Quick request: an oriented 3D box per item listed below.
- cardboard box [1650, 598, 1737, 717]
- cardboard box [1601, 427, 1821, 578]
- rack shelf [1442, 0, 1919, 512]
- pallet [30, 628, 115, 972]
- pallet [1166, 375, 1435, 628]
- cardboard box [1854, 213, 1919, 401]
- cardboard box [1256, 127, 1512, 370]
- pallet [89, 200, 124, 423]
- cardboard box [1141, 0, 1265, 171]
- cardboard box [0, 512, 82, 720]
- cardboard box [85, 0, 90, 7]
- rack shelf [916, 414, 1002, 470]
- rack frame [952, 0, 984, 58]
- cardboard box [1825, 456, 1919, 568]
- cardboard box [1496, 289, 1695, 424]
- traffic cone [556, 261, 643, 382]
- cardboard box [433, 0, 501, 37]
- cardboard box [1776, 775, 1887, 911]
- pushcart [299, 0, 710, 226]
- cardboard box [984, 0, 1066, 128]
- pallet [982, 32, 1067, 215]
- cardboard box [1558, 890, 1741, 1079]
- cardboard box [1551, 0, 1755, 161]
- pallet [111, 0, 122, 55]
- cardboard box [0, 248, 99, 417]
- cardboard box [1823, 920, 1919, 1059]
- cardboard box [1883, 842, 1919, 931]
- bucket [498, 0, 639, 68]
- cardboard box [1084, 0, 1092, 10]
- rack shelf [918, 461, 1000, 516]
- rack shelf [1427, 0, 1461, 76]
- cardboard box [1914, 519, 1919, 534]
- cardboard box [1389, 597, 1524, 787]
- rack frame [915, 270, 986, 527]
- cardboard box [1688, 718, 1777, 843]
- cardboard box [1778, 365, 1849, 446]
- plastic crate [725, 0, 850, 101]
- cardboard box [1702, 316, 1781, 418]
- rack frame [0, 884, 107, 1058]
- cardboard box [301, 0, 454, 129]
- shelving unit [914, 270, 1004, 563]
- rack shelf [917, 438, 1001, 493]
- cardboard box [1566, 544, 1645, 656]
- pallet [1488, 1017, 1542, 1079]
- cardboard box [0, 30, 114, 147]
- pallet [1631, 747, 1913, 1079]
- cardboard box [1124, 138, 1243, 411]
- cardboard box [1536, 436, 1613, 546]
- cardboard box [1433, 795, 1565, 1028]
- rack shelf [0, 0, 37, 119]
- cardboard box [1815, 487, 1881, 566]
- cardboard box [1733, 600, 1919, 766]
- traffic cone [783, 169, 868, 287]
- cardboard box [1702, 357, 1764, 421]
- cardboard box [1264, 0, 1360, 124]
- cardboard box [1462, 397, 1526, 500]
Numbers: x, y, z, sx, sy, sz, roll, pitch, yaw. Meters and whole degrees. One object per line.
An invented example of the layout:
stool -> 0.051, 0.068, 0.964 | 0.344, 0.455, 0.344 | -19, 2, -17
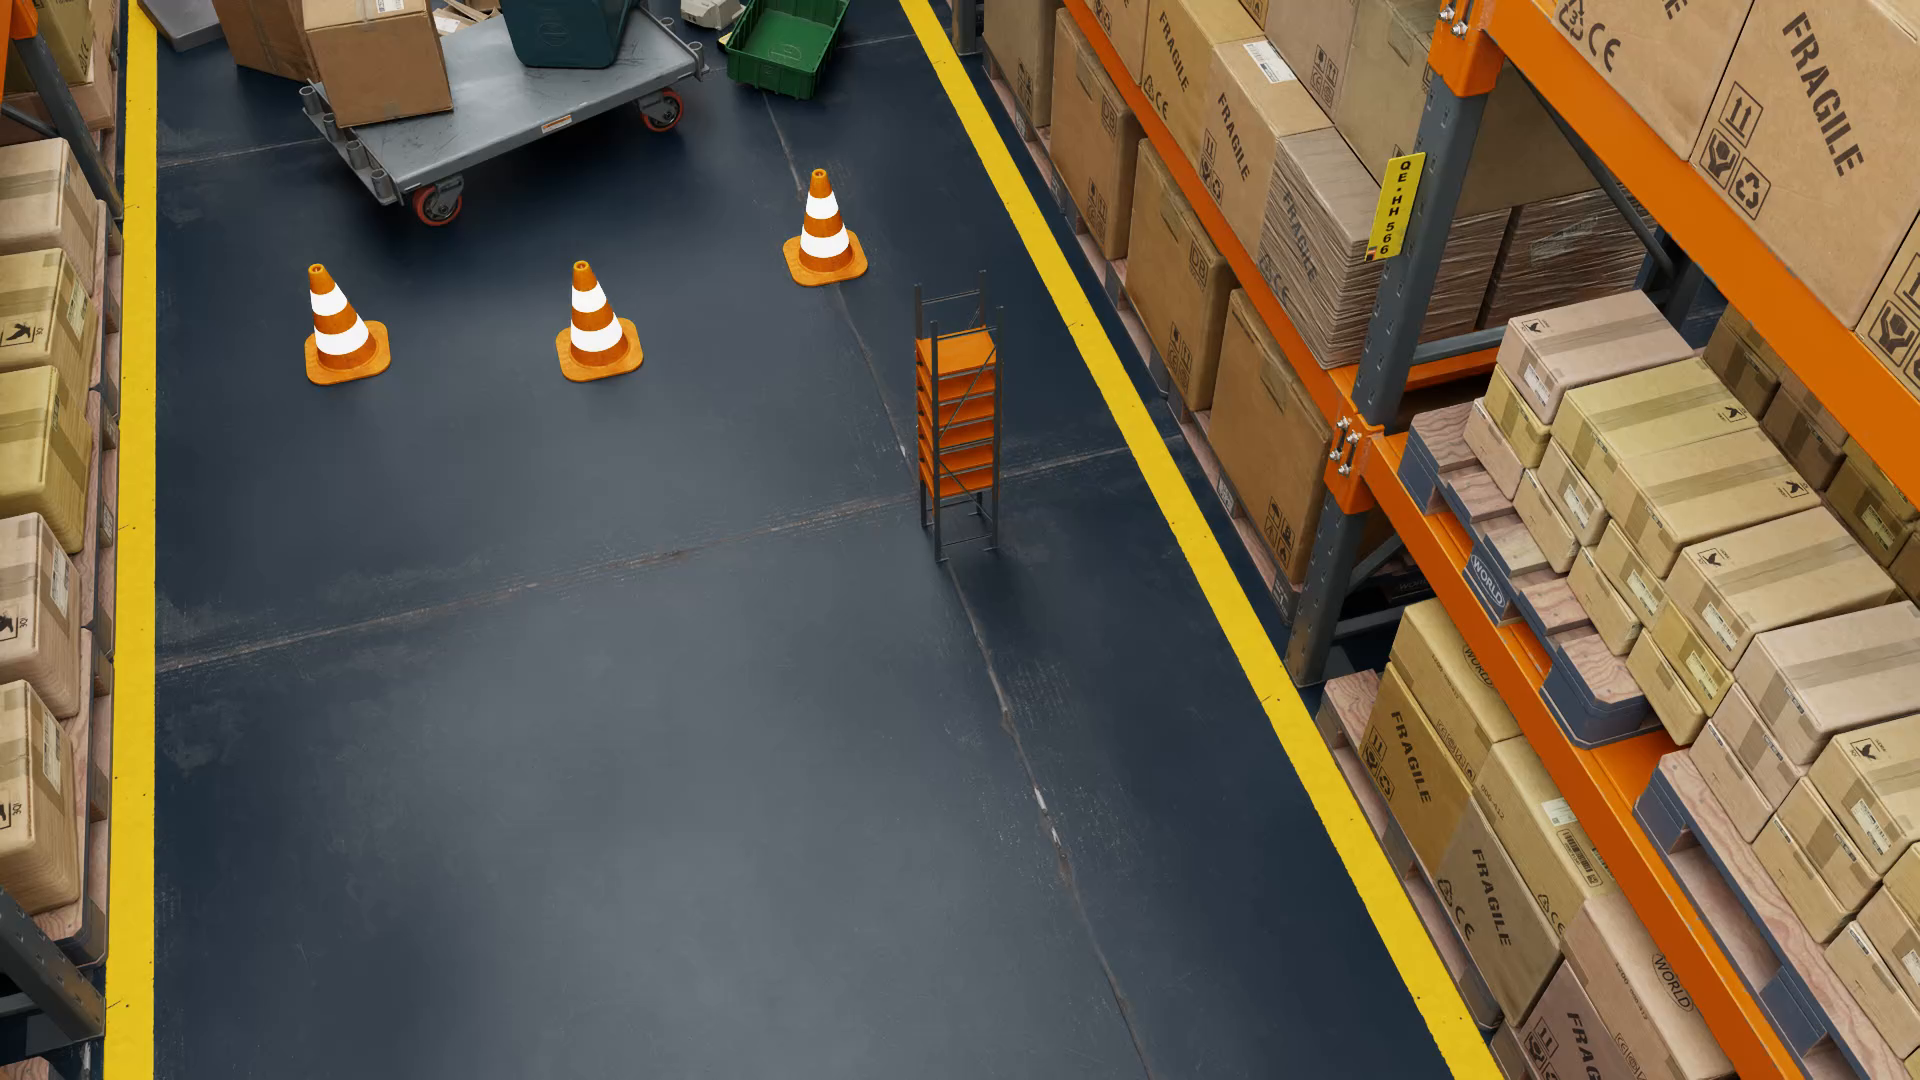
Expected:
cardboard box -> 1.828, 0.223, 3.795 | 0.380, 0.149, 0.250 | -13, 51, -11
cardboard box -> 1.740, -0.090, 3.864 | 0.380, 0.149, 0.250 | -14, 51, -11
rack shelf -> 2.230, 0.125, 2.691 | 1.077, 0.370, 4.000 | -13, 51, -11
pallet -> -3.290, 0.920, 5.336 | 1.003, 0.211, 1.213 | -13, 51, -11
pallet -> 1.477, -0.295, 6.360 | 1.003, 0.211, 1.213 | -13, 51, -11
cardboard box -> 1.860, -0.395, 2.594 | 0.500, 0.500, 0.500 | -13, 51, -11
cardboard box -> 1.248, -0.901, 4.982 | 0.500, 0.500, 0.500 | -13, 51, -11
pallet -> -4.012, -0.862, 6.839 | 1.003, 0.211, 1.213 | -13, 51, -11
cardboard box -> 0.954, -1.631, 5.598 | 0.500, 0.500, 0.500 | -14, 51, -12
cardboard box -> -3.444, 0.352, 5.435 | 0.950, 0.372, 0.625 | -14, 51, -12
cardboard box -> -4.330, -2.700, 7.598 | 0.500, 0.500, 0.500 | -11, 51, -10
rack shelf -> -0.004, -0.369, 5.834 | 0.258, 0.103, 0.180 | -13, 51, -11
rack frame -> 0.455, -3.522, 7.257 | 1.000, 3.000, 0.127 | -13, 51, -11
cardboard box -> 2.380, -0.107, 4.073 | 0.380, 0.149, 0.250 | -12, 51, -10
cardboard box -> 1.591, -0.462, 4.178 | 0.380, 0.149, 0.250 | -13, 51, -11
traffic cone -> -1.498, -0.937, 6.737 | 0.336, 0.463, 0.334 | -13, 51, -11
cardboard box -> -2.434, -2.528, 8.208 | 0.396, 0.266, 0.258 | 26, 55, 20
cardboard box -> 1.971, 0.588, 3.488 | 0.380, 0.149, 0.250 | -14, 51, -11
pushcart -> -2.080, -2.036, 7.720 | 1.648, 0.377, 0.936 | -30, 56, -23
cardboard box -> 0.725, -2.499, 7.592 | 1.050, 0.750, 0.750 | -14, 51, -11
pallet -> 0.755, -2.077, 7.863 | 1.003, 0.211, 1.213 | -13, 51, -11
cardboard box -> 1.895, 1.121, 4.213 | 0.500, 0.250, 0.500 | -13, 51, -11
cardboard box -> 1.553, -1.123, 3.207 | 0.500, 0.500, 0.500 | -13, 51, -11
pallet -> -4.840, -2.806, 8.477 | 1.003, 0.211, 1.213 | -13, 51, -11
cardboard box -> -3.870, -0.711, 6.331 | 0.950, 0.372, 0.625 | -10, 51, -9
cardboard box -> 2.047, 0.876, 3.440 | 0.380, 0.149, 0.250 | -15, 51, -12
cardboard box -> 2.050, 0.677, 3.218 | 0.380, 0.149, 0.250 | -14, 51, -11
bucket -> -1.787, -2.535, 7.572 | 0.726, 0.611, 0.620 | 2, 60, 2
cardboard box -> 0.649, -2.375, 6.225 | 0.500, 0.500, 0.500 | -14, 51, -11
rack shelf -> -0.004, -0.214, 6.018 | 0.258, 0.103, 0.180 | -13, 51, -11
rack shelf -> 1.047, -2.796, 5.154 | 1.077, 0.370, 4.000 | -13, 51, -11
cardboard box -> 2.453, -0.023, 3.808 | 0.380, 0.149, 0.250 | -12, 51, -10
cardboard box -> 1.611, 0.386, 4.832 | 0.500, 0.250, 0.500 | -15, 52, -13
rack frame -> -0.031, -0.464, 5.857 | 0.240, 1.200, 0.006 | -13, 51, -11
cardboard box -> 1.899, 0.501, 3.755 | 0.380, 0.149, 0.250 | -12, 51, -10
cardboard box -> 2.293, -0.409, 4.133 | 0.380, 0.149, 0.250 | -14, 51, -11
plastic crate -> -0.848, -2.465, 8.168 | 0.450, 0.188, 0.662 | 16, 51, 0
cardboard box -> 2.219, -0.493, 4.399 | 0.380, 0.149, 0.250 | -12, 51, -10
rack frame -> -3.061, 0.592, 3.789 | 1.000, 3.000, 0.127 | -13, 51, -11
cardboard box -> -2.552, -2.192, 7.276 | 0.500, 0.500, 0.500 | -13, 51, -11
shelving unit -> -0.004, -0.397, 5.800 | 0.258, 1.200, 0.189 | -13, 51, -11
rack shelf -> -0.004, -0.291, 5.926 | 0.258, 0.103, 0.180 | -13, 51, -11
cardboard box -> 1.737, 0.110, 4.085 | 0.380, 0.149, 0.250 | -11, 51, -9
pallet -> 2.225, 1.759, 4.629 | 1.003, 0.211, 1.213 | -13, 51, -11
cardboard box -> -4.160, -2.070, 7.557 | 0.500, 0.250, 0.500 | -15, 52, -13
pallet -> 2.263, 0.898, 3.657 | 1.003, 0.211, 1.213 | -13, 51, -11
cardboard box -> 1.282, -1.114, 6.424 | 1.050, 0.750, 0.750 | -13, 51, -10
cardboard box -> 1.671, -0.155, 4.114 | 0.380, 0.149, 0.250 | -11, 51, -9
cardboard box -> 1.756, 1.010, 4.797 | 0.500, 0.500, 0.500 | -13, 51, -11
rack shelf -> -3.652, -0.637, 5.295 | 1.077, 0.370, 4.000 | -13, 51, -11
cardboard box -> 2.371, -0.029, 4.202 | 0.380, 0.149, 0.250 | -13, 51, -10
cardboard box -> 1.900, 0.301, 3.535 | 0.380, 0.149, 0.250 | -11, 51, -9
traffic cone -> -0.591, -1.384, 7.114 | 0.336, 0.463, 0.334 | -13, 51, -11
cardboard box -> 2.223, -0.399, 4.514 | 0.380, 0.149, 0.250 | -13, 51, -10
cardboard box -> 1.364, -1.654, 4.963 | 0.700, 0.500, 0.500 | -14, 51, -12
cardboard box -> 1.578, -0.283, 4.416 | 0.380, 0.149, 0.250 | -14, 51, -11
